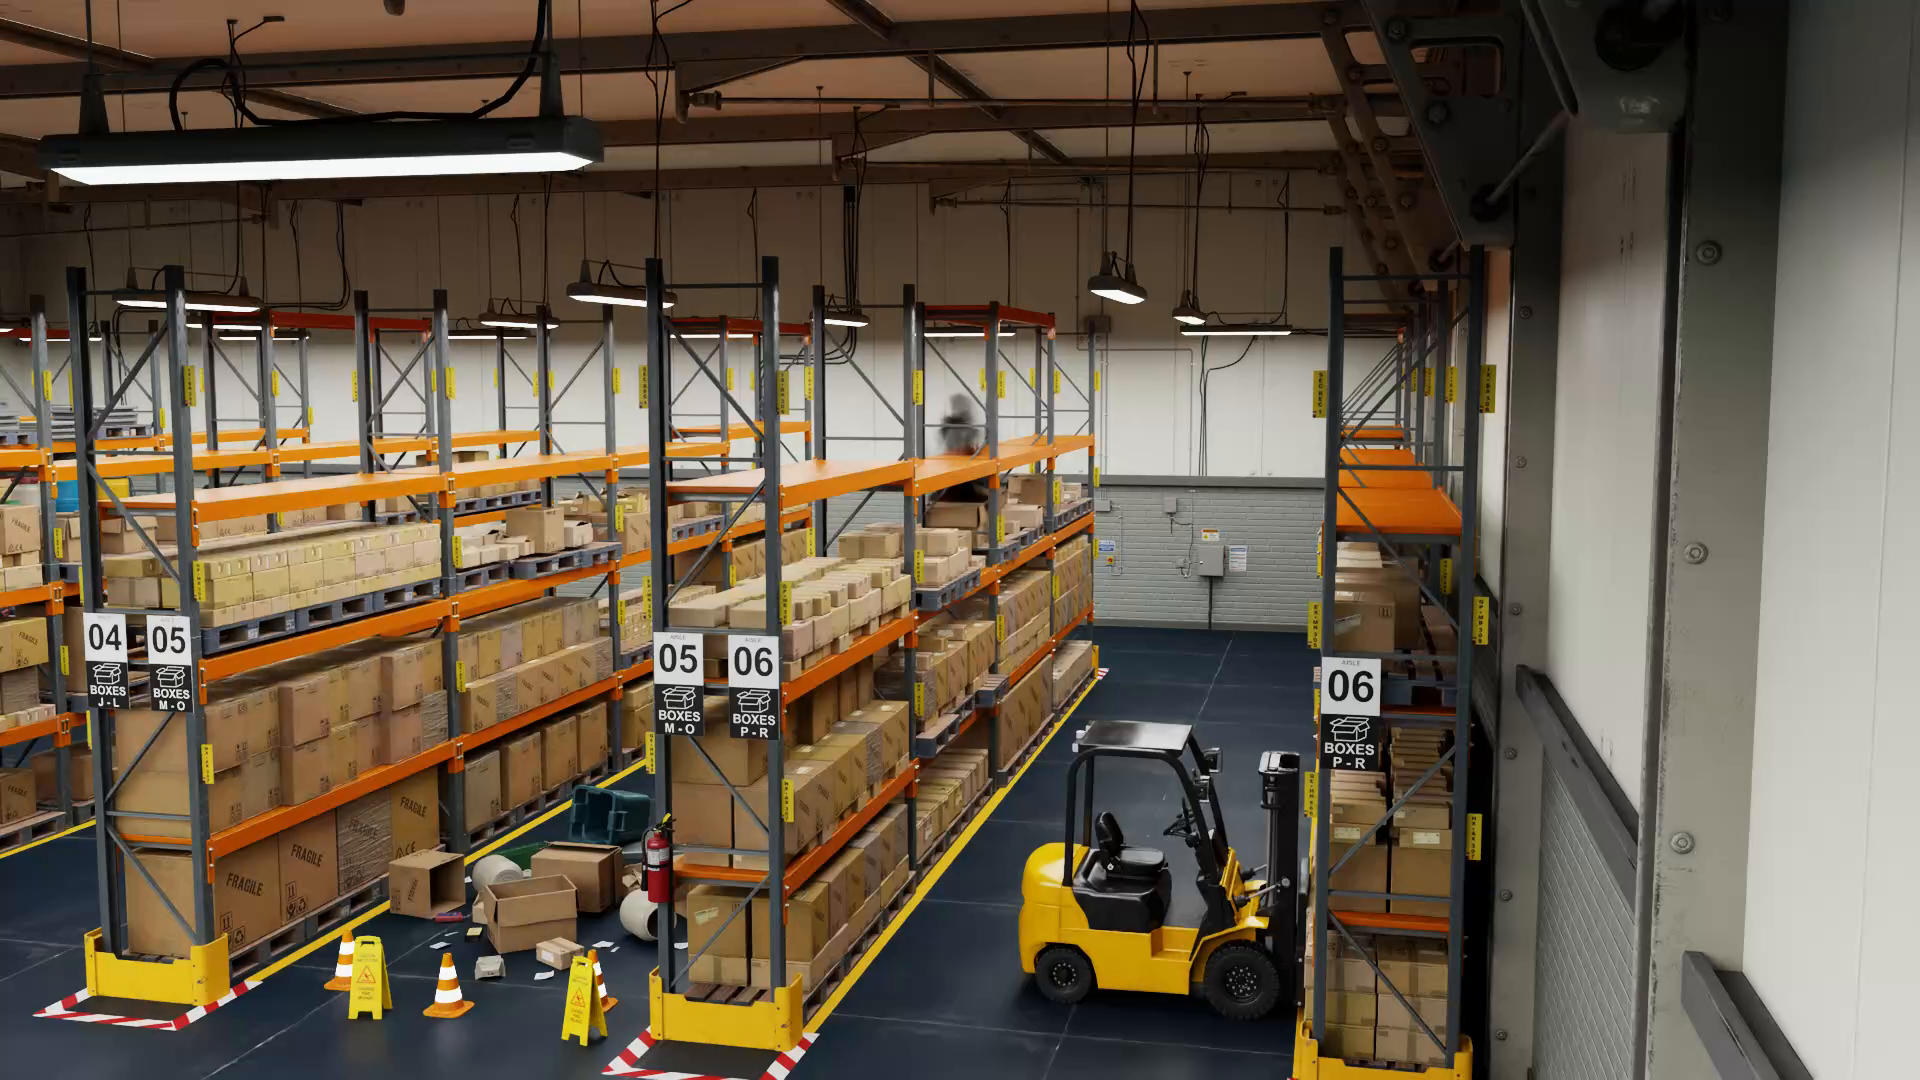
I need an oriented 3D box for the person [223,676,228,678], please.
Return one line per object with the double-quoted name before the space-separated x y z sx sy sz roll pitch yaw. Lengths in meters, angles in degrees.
"person" -8.211 2.388 18.859 0.731 1.715 0.784 1 6 7
